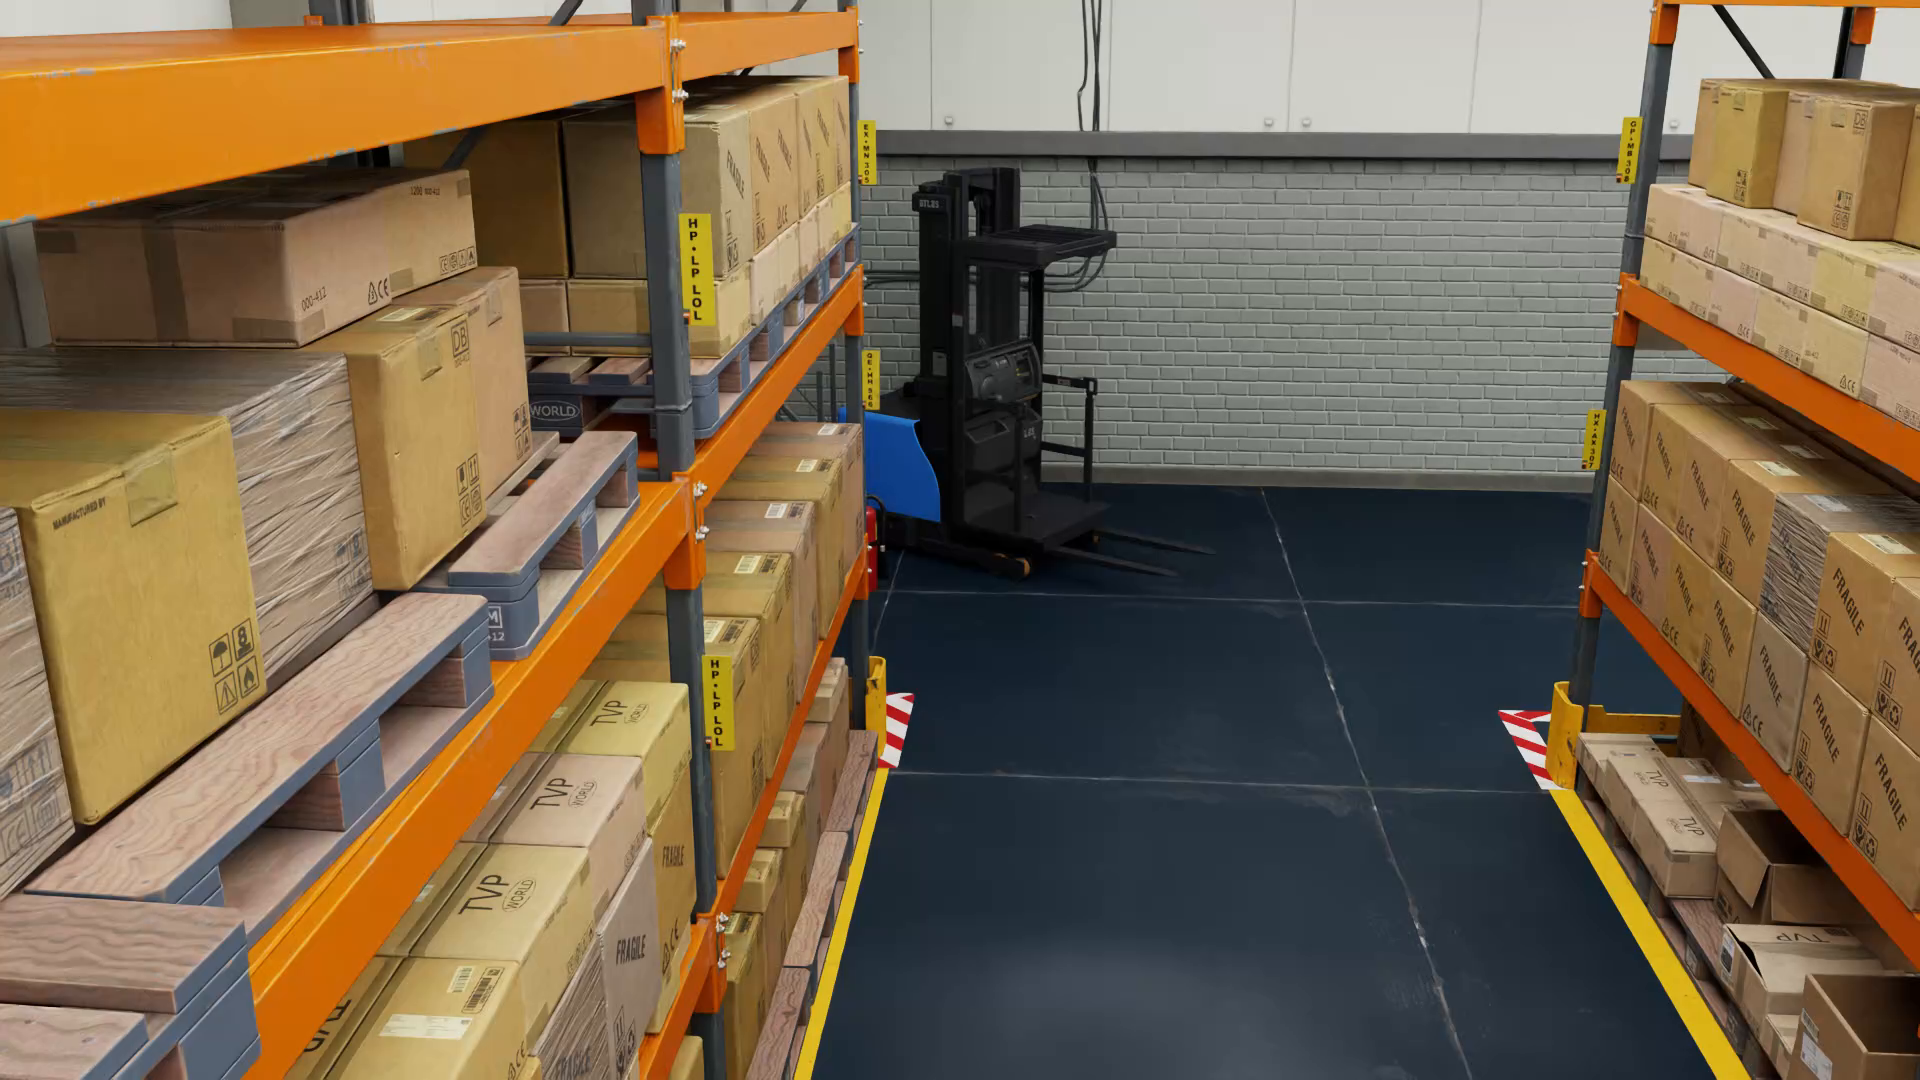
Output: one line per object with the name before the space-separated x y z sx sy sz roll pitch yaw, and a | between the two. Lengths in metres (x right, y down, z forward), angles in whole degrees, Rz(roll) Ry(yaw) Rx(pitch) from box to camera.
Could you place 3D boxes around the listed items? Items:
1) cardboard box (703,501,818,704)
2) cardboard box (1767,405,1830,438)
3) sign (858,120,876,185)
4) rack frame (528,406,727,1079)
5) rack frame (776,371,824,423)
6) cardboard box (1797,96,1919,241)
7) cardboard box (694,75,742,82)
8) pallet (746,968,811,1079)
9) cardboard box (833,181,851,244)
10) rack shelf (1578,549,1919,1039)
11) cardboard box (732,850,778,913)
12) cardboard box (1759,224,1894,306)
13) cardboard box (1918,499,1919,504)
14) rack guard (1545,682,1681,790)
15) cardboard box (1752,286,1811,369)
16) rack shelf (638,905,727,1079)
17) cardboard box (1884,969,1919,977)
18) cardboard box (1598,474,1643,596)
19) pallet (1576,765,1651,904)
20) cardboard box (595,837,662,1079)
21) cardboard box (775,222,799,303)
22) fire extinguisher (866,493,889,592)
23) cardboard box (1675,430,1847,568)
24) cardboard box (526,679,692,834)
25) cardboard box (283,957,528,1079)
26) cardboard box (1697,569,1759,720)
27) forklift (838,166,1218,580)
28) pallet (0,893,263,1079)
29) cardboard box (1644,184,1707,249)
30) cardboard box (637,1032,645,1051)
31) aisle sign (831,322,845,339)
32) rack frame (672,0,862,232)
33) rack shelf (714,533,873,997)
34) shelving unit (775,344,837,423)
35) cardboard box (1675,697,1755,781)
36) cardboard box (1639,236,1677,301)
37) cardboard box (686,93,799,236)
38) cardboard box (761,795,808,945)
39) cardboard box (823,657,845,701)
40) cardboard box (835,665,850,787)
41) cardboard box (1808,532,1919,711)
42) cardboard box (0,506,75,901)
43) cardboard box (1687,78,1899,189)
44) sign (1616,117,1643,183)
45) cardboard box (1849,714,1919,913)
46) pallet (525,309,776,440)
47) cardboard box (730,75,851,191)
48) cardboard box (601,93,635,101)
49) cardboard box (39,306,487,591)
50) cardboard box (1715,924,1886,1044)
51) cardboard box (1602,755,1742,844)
cardboard box | -1.158 0.260 7.331 0.980 0.700 0.700 0 18 1
cardboard box | 4.122 -0.331 7.850 0.500 0.500 0.500 2 18 5
sign | -0.486 -2.011 8.632 0.100 0.325 0.005 1 18 4
rack frame | -1.313 1.023 5.483 1.000 3.000 0.127 1 18 4
rack frame | -1.282 -0.553 12.701 0.500 1.500 0.032 0 18 1
cardboard box | 3.716 -1.434 6.397 0.700 0.500 0.500 1 18 4
cardboard box | -1.320 -1.955 7.958 0.500 0.500 0.500 1 18 2
pallet | -1.181 2.114 6.633 1.003 0.211 1.213 1 18 4
cardboard box | -0.814 -1.587 8.038 0.500 0.250 0.500 2 18 6
rack shelf | 3.771 0.853 7.157 1.077 0.370 4.000 1 18 4
cardboard box | -0.951 1.371 6.720 0.380 0.149 0.250 2 18 6
cardboard box | 3.506 -1.082 6.528 0.500 0.250 0.500 1 18 4
cardboard box | 4.016 0.150 6.382 0.500 0.500 0.500 1 18 2
rack guard | 3.909 1.102 9.258 1.175 0.500 0.348 1 18 4
cardboard box | 3.512 -0.844 6.606 0.500 0.250 0.500 1 18 4
rack shelf | -1.456 1.986 3.699 1.077 0.370 4.000 1 18 4
cardboard box | 3.926 1.876 6.726 0.380 0.166 0.250 1 18 4
cardboard box | 3.620 -0.025 8.522 0.500 0.500 0.500 2 18 5
pallet | 3.853 1.487 8.547 1.003 0.211 1.213 1 18 4
cardboard box | -1.121 1.132 4.479 0.500 0.500 0.500 1 18 4
cardboard box | -0.920 -1.104 6.564 0.500 0.250 0.500 1 18 2
fire extinguisher | -0.555 -0.042 9.456 0.296 0.674 0.183 1 18 4
cardboard box | 3.549 -0.183 7.397 0.500 0.500 0.500 2 18 5
cardboard box | -1.091 0.619 4.841 0.500 0.250 0.500 2 18 5
cardboard box | -1.210 1.095 3.391 0.500 0.250 0.500 1 18 3
cardboard box | 3.512 0.446 7.084 0.500 0.500 0.500 2 18 5
forklift | 0.506 -1.280 12.622 3.031 2.935 1.130 13 22 34
pallet | -1.607 0.729 1.868 1.213 0.211 1.003 2 18 6
cardboard box | 3.618 -1.548 7.950 0.500 0.250 0.500 1 18 4
cardboard box | -1.113 1.403 4.696 0.380 0.149 0.250 2 18 6
aisle sign | -0.722 -1.470 8.917 0.394 0.787 0.004 1 18 4
rack frame | -1.026 -3.070 8.340 1.000 3.000 0.127 1 18 4
rack shelf | -1.170 0.744 7.491 1.077 0.370 4.000 1 18 4
shelving unit | -1.272 -0.711 13.184 0.538 1.500 1.048 0 18 1
cardboard box | 4.122 1.043 8.729 0.500 0.500 0.500 1 18 4
cardboard box | 3.624 -1.310 8.027 0.500 0.250 0.500 1 18 4
cardboard box | -0.922 -1.463 6.455 0.500 0.500 0.500 1 18 4
cardboard box | -1.079 1.466 7.471 0.700 0.500 0.500 2 18 5
cardboard box | -0.804 0.725 8.693 0.380 0.149 0.250 1 18 3
cardboard box | -0.977 0.989 8.928 0.700 0.500 0.500 1 18 4
cardboard box | 3.440 0.288 5.961 0.500 0.500 0.500 1 18 3
cardboard box | -1.637 0.266 2.110 0.700 0.500 0.500 0 18 1
cardboard box | 3.894 -1.898 7.814 0.700 0.500 0.500 1 18 4
sign | 3.374 -1.963 8.374 0.100 0.325 0.005 1 18 4
cardboard box | 3.408 0.924 5.625 0.500 0.500 0.500 2 18 5
pallet | -1.244 -0.614 5.805 1.003 0.211 1.213 1 18 4
cardboard box | -0.807 -1.943 7.921 0.500 0.500 0.500 1 18 4
cardboard box | -1.444 -1.480 6.507 0.500 0.500 0.500 1 18 2
cardboard box | -1.461 -0.214 3.573 0.700 0.500 0.500 1 18 3
cardboard box | 3.440 1.785 6.770 0.500 0.311 0.500 1 18 4
cardboard box | 3.557 1.306 8.330 0.500 0.250 0.500 1 18 4
